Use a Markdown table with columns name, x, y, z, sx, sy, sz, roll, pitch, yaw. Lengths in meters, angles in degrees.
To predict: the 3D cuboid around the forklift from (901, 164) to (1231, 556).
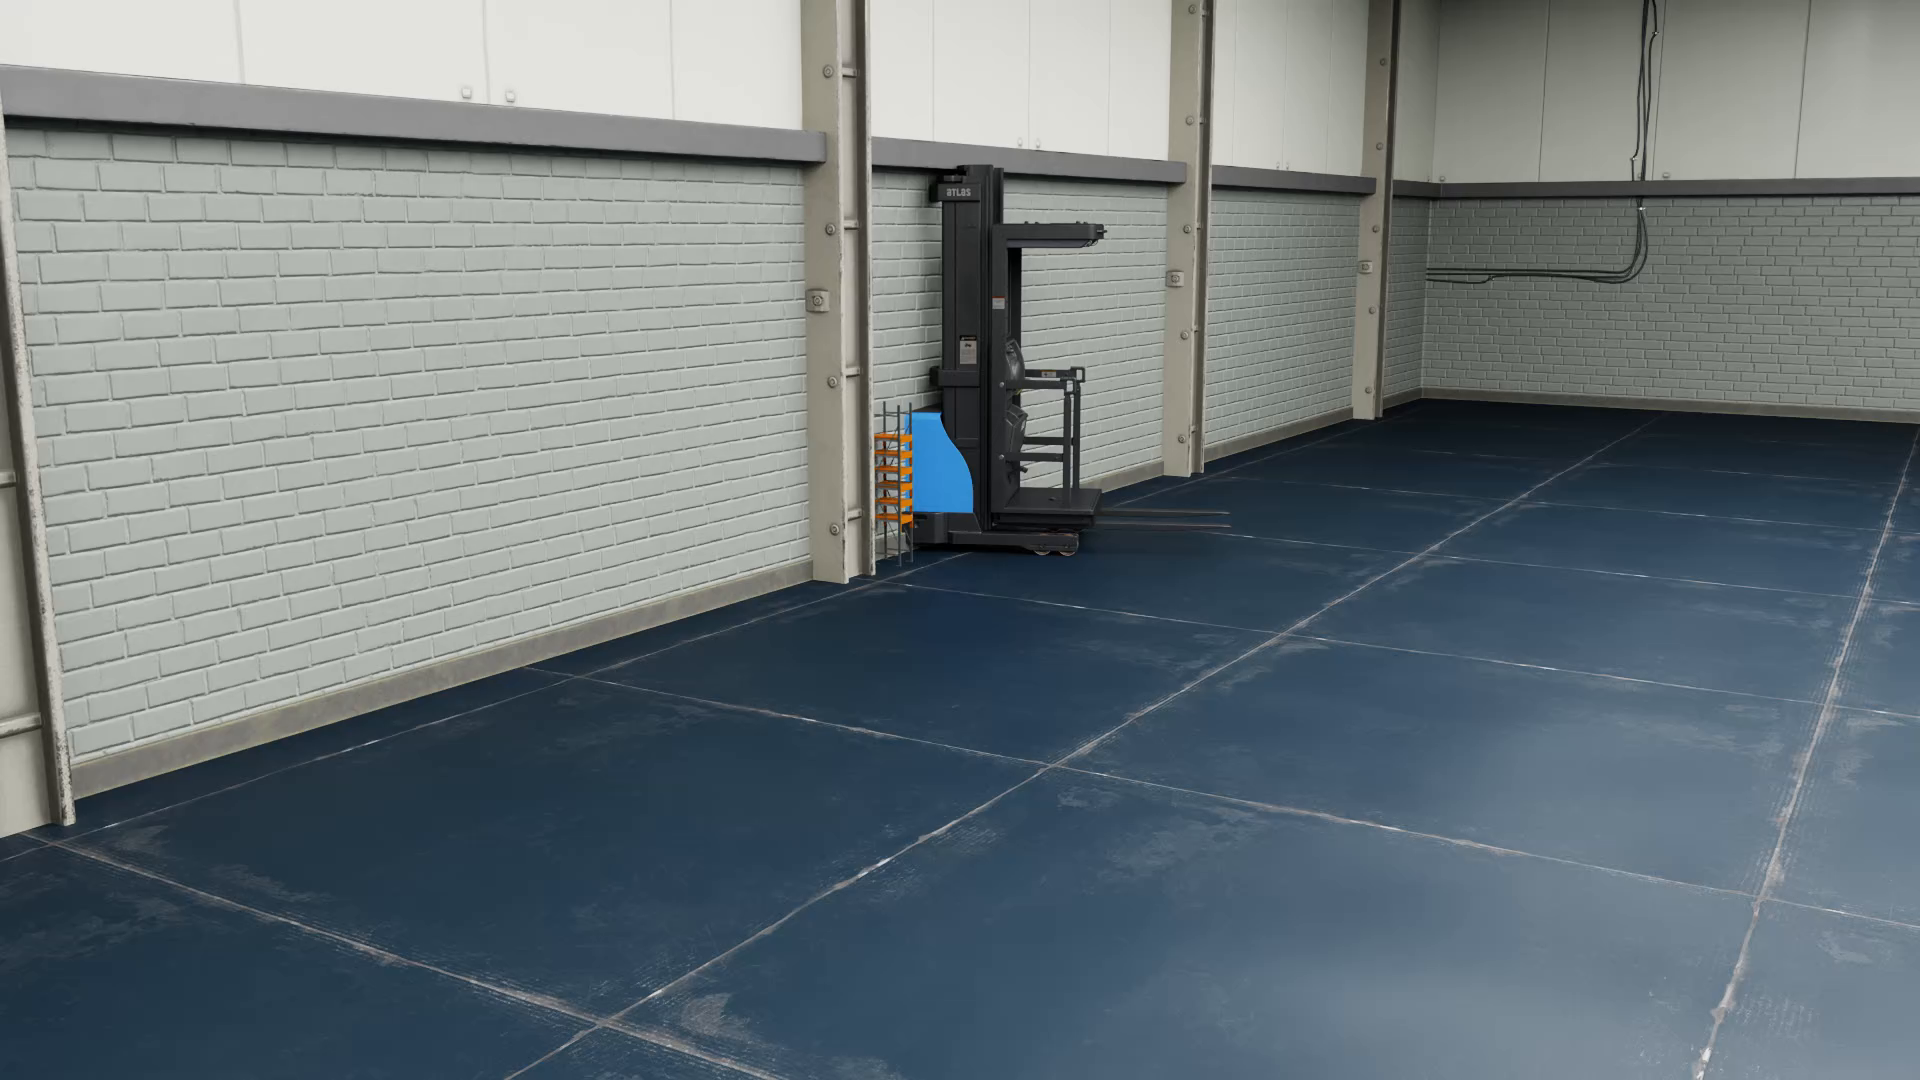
| name | x | y | z | sx | sy | sz | roll | pitch | yaw |
| --- | --- | --- | --- | --- | --- | --- | --- | --- | --- |
| forklift | 0.620 | -1.424 | 13.011 | 3.031 | 2.935 | 1.130 | 2 | 11 | 8 |

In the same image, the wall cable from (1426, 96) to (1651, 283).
| name | x | y | z | sx | sy | sz | roll | pitch | yaw |
| --- | --- | --- | --- | --- | --- | --- | --- | --- | --- |
| wall cable | 8.047 | -4.858 | 23.303 | 3.097 | 2.526 | 0.112 | 6 | 12 | 31 |

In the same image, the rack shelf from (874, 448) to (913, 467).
| name | x | y | z | sx | sy | sz | roll | pitch | yaw |
| --- | --- | --- | --- | --- | --- | --- | --- | --- | --- |
| rack shelf | -0.504 | -0.610 | 12.305 | 0.258 | 0.103 | 0.180 | 5 | 12 | 26 |

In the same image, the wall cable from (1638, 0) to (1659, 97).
| name | x | y | z | sx | sy | sz | roll | pitch | yaw |
| --- | --- | --- | --- | --- | --- | --- | --- | --- | --- |
| wall cable | 10.359 | -7.082 | 21.458 | 3.097 | 2.526 | 0.112 | 6 | 12 | 31 |

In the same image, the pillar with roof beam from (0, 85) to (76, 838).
| name | x | y | z | sx | sy | sz | roll | pitch | yaw |
| --- | --- | --- | --- | --- | --- | --- | --- | --- | --- |
| pillar with roof beam | -0.279 | -2.805 | 3.899 | 9.100 | 9.000 | 0.400 | 6 | 12 | 31 |

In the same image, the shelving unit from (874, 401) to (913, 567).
| name | x | y | z | sx | sy | sz | roll | pitch | yaw |
| --- | --- | --- | --- | --- | --- | --- | --- | --- | --- |
| shelving unit | -0.504 | -0.418 | 12.341 | 0.258 | 1.200 | 0.189 | 5 | 12 | 26 |

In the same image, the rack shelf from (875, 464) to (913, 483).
| name | x | y | z | sx | sy | sz | roll | pitch | yaw |
| --- | --- | --- | --- | --- | --- | --- | --- | --- | --- |
| rack shelf | -0.504 | -0.492 | 12.327 | 0.258 | 0.103 | 0.180 | 5 | 12 | 26 |

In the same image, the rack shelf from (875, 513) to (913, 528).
| name | x | y | z | sx | sy | sz | roll | pitch | yaw |
| --- | --- | --- | --- | --- | --- | --- | --- | --- | --- |
| rack shelf | -0.504 | -0.138 | 12.393 | 0.258 | 0.103 | 0.180 | 5 | 12 | 26 |

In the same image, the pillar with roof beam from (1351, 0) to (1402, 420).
| name | x | y | z | sx | sy | sz | roll | pitch | yaw |
| --- | --- | --- | --- | --- | --- | --- | --- | --- | --- |
| pillar with roof beam | 9.066 | -5.636 | 19.021 | 9.100 | 9.000 | 0.400 | 6 | 12 | 31 |

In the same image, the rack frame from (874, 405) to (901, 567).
| name | x | y | z | sx | sy | sz | roll | pitch | yaw |
| --- | --- | --- | --- | --- | --- | --- | --- | --- | --- |
| rack frame | -0.545 | -0.403 | 12.260 | 0.240 | 1.200 | 0.006 | 5 | 12 | 26 |

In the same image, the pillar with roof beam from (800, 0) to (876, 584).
| name | x | y | z | sx | sy | sz | roll | pitch | yaw |
| --- | --- | --- | --- | --- | --- | --- | --- | --- | --- |
| pillar with roof beam | 2.836 | -3.749 | 8.940 | 9.100 | 9.000 | 0.400 | 6 | 12 | 31 |

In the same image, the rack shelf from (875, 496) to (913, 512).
| name | x | y | z | sx | sy | sz | roll | pitch | yaw |
| --- | --- | --- | --- | --- | --- | --- | --- | --- | --- |
| rack shelf | -0.504 | -0.256 | 12.371 | 0.258 | 0.103 | 0.180 | 5 | 12 | 26 |

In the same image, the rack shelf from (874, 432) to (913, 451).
| name | x | y | z | sx | sy | sz | roll | pitch | yaw |
| --- | --- | --- | --- | --- | --- | --- | --- | --- | --- |
| rack shelf | -0.504 | -0.728 | 12.283 | 0.258 | 0.103 | 0.180 | 5 | 12 | 26 |

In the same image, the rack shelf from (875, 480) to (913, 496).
| name | x | y | z | sx | sy | sz | roll | pitch | yaw |
| --- | --- | --- | --- | --- | --- | --- | --- | --- | --- |
| rack shelf | -0.504 | -0.374 | 12.349 | 0.258 | 0.103 | 0.180 | 5 | 12 | 26 |

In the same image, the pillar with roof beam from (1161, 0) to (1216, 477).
| name | x | y | z | sx | sy | sz | roll | pitch | yaw |
| --- | --- | --- | --- | --- | --- | --- | --- | --- | --- |
| pillar with roof beam | 5.951 | -4.693 | 13.980 | 9.100 | 9.000 | 0.400 | 6 | 12 | 31 |

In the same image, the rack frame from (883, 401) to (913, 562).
| name | x | y | z | sx | sy | sz | roll | pitch | yaw |
| --- | --- | --- | --- | --- | --- | --- | --- | --- | --- |
| rack frame | -0.463 | -0.433 | 12.421 | 0.240 | 1.200 | 0.006 | 5 | 12 | 26 |
